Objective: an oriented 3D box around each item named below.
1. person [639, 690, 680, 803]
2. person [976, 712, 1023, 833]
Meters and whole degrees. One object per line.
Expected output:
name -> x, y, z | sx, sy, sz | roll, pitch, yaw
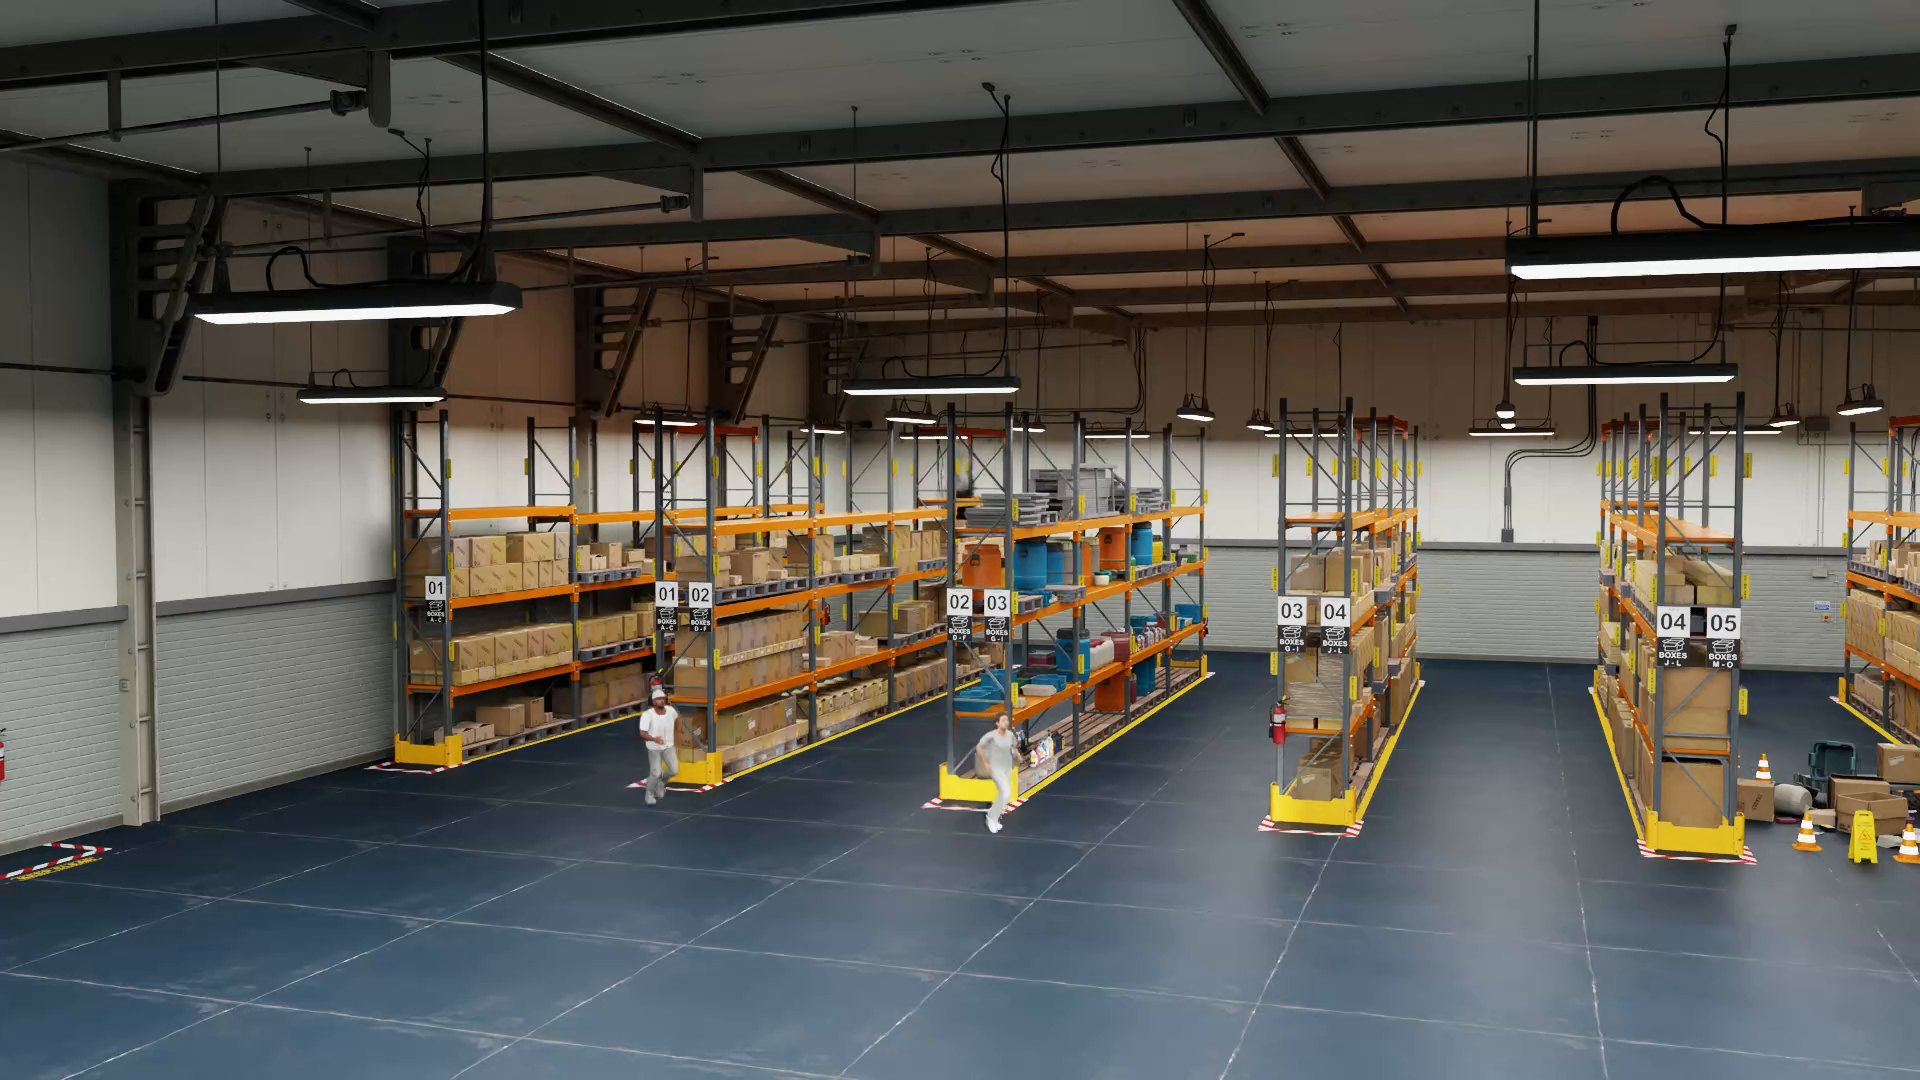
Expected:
person -> -4.415, 3.074, 24.682 | 0.734, 1.714, 0.729 | -2, 3, -34
person -> 0.581, 3.197, 22.865 | 0.569, 1.628, 0.633 | -2, 3, -40
